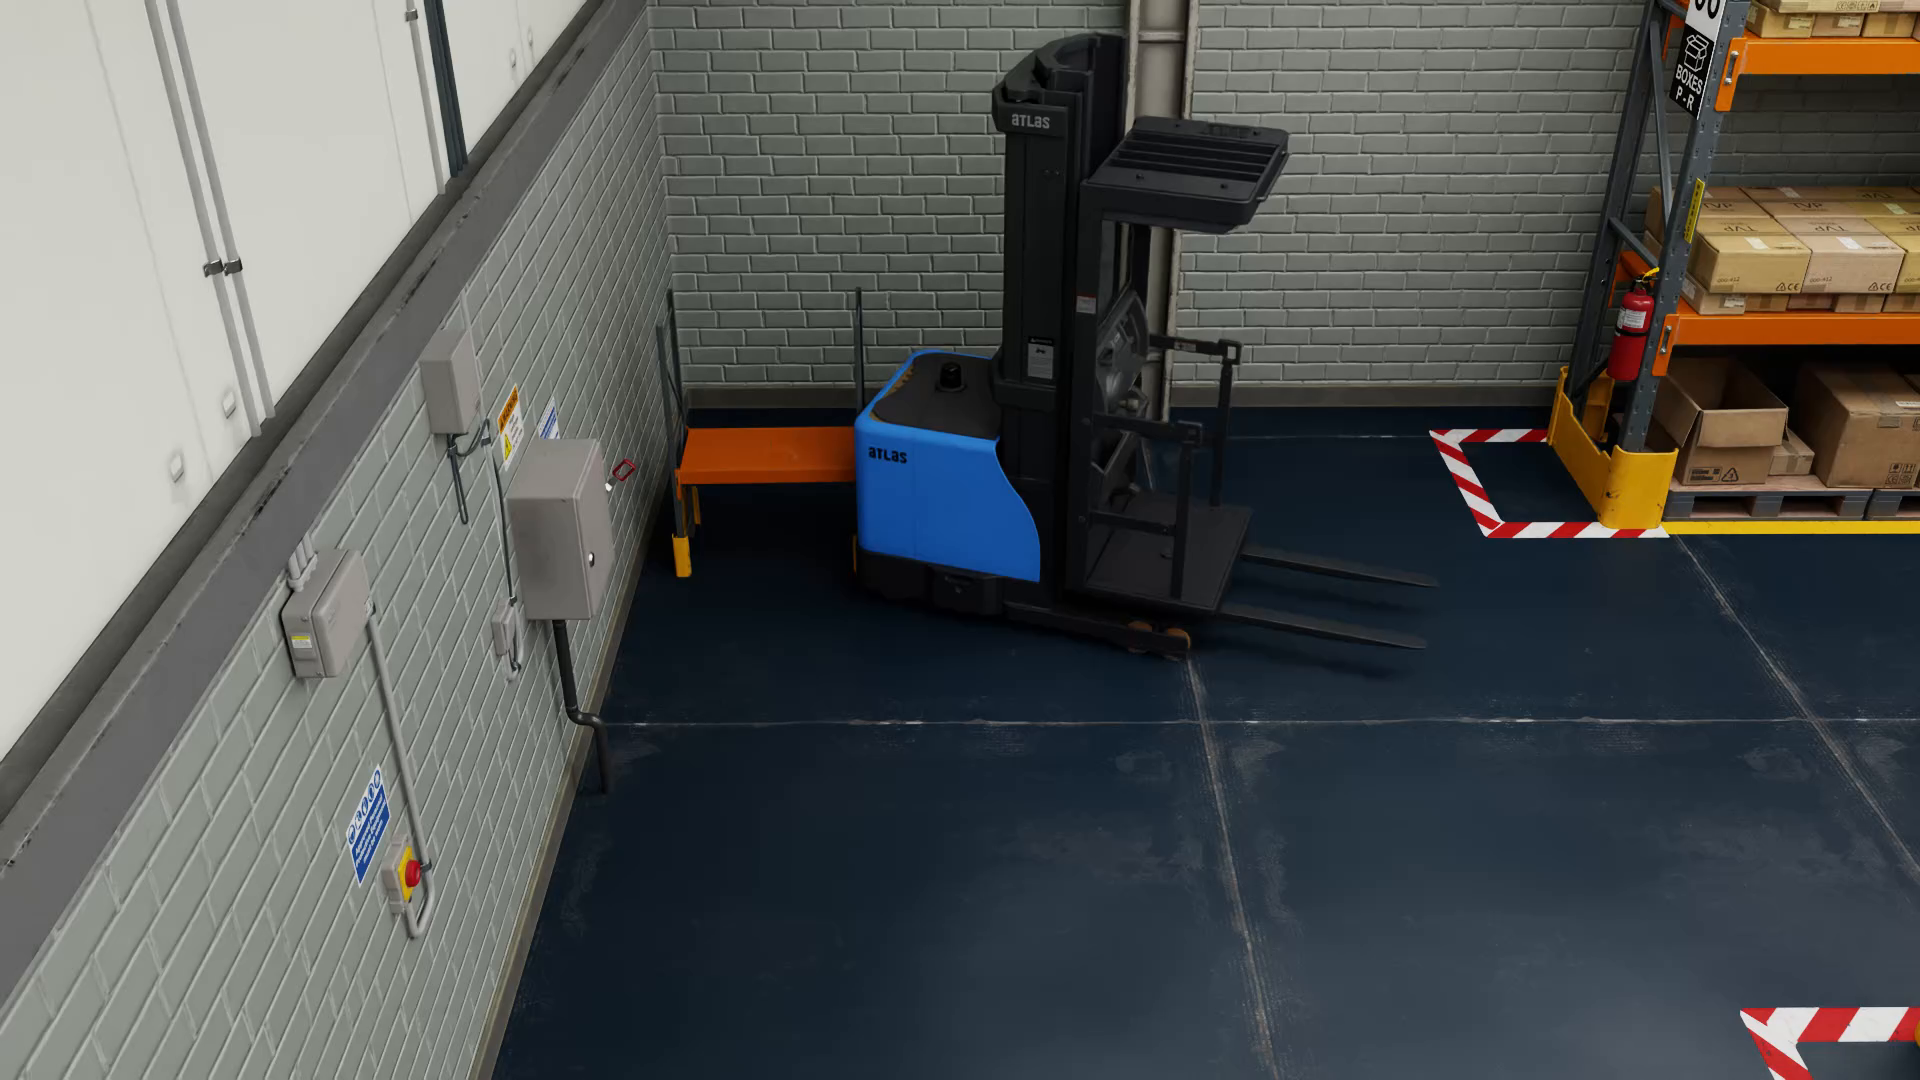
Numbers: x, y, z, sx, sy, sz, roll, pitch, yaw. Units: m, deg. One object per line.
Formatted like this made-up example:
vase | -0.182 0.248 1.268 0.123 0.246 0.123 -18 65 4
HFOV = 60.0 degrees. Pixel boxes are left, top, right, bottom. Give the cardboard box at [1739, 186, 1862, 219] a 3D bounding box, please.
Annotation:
cardboard box | 4.842 -1.852 9.657 0.500 0.250 0.500 0 31 0

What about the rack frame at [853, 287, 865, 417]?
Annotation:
rack frame | -0.543 -0.603 9.186 0.032 1.500 0.500 -1 31 -1

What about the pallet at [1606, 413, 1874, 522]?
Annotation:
pallet | 4.741 -0.459 10.193 1.213 0.211 1.003 0 31 0

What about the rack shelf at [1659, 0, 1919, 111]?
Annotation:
rack shelf | 5.868 -2.630 8.883 4.000 0.370 1.077 0 31 0

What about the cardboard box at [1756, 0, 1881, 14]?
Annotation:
cardboard box | 4.313 -2.854 8.417 0.500 0.250 0.500 -1 31 -1

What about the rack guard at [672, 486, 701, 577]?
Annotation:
rack guard | -1.558 -0.053 9.484 0.087 0.250 0.587 -1 31 -1

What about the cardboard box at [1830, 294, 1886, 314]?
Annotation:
cardboard box | 4.968 -1.413 9.318 0.250 0.149 0.380 1 31 1

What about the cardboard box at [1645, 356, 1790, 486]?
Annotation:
cardboard box | 4.480 -0.714 9.925 0.637 0.503 0.797 -1 31 -2

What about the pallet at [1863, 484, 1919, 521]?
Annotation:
pallet | 5.958 -0.462 10.197 1.213 0.211 1.003 0 31 0

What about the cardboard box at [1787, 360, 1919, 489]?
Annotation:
cardboard box | 5.335 -0.695 9.897 0.500 0.500 0.700 1 31 2

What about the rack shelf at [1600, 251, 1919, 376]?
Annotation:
rack shelf | 5.868 -1.347 9.661 4.000 0.370 1.077 0 31 0

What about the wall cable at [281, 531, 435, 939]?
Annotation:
wall cable | -1.737 0.508 4.900 0.123 1.953 0.585 0 31 0

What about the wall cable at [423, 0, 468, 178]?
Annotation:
wall cable | -1.766 -3.326 6.410 0.133 3.039 2.988 0 31 0

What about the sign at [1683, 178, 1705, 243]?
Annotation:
sign | 3.871 -1.737 8.776 0.005 0.325 0.100 0 31 0

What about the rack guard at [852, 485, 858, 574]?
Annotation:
rack guard | -0.563 -0.068 9.510 0.087 0.250 0.587 -1 31 -1

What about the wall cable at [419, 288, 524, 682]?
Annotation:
wall cable | -1.757 -0.214 6.121 0.122 1.984 0.588 0 31 0

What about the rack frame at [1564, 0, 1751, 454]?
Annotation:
rack frame | 3.868 -1.649 9.464 0.127 3.000 1.000 0 31 0

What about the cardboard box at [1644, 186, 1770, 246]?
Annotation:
cardboard box | 4.326 -1.851 9.656 0.500 0.250 0.500 1 31 1

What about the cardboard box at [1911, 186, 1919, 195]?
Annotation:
cardboard box | 5.860 -1.852 9.658 0.500 0.250 0.500 0 31 0

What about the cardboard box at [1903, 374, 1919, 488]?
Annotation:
cardboard box | 5.864 -0.644 9.814 0.500 0.500 0.500 0 31 1

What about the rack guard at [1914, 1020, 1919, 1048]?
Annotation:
rack guard | 3.877 1.995 5.869 0.348 0.500 1.175 0 31 0

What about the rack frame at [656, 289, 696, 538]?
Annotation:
rack frame | -1.559 -0.587 9.160 0.032 1.500 0.500 -1 31 -1

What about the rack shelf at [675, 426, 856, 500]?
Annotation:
rack shelf | -1.051 -0.441 9.267 1.000 0.185 0.538 -1 31 -1

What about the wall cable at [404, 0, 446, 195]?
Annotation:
wall cable | -1.787 -1.865 4.038 0.029 3.000 2.355 0 31 0

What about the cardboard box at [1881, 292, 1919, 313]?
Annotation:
cardboard box | 5.233 -1.416 9.324 0.250 0.149 0.380 0 31 0

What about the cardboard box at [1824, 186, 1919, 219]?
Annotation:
cardboard box | 5.337 -1.851 9.656 0.500 0.250 0.500 1 31 1

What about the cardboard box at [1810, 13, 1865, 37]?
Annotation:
cardboard box | 4.450 -2.718 8.578 0.250 0.149 0.380 0 31 1

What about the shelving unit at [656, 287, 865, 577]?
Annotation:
shelving unit | -1.060 -0.595 9.173 1.083 1.500 0.587 -1 31 -1

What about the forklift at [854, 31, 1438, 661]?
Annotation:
forklift | 1.008 -0.940 8.362 3.031 2.935 1.130 10 33 16

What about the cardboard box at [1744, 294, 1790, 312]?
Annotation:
cardboard box | 4.452 -1.425 9.338 0.250 0.149 0.380 1 31 1

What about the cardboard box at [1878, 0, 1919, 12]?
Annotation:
cardboard box | 4.821 -2.866 8.437 0.500 0.250 0.500 0 31 1

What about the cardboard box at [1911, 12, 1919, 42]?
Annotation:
cardboard box | 4.956 -2.658 8.478 0.250 0.149 0.380 0 31 1

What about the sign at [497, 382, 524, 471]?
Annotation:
sign | -1.811 -0.458 6.706 0.001 0.242 0.339 0 31 0

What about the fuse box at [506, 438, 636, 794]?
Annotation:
fuse box | -1.604 0.417 7.303 0.414 1.711 0.539 0 31 0

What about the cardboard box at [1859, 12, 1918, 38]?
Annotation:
cardboard box | 4.707 -2.710 8.565 0.250 0.149 0.380 0 31 0

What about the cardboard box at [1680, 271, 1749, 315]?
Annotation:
cardboard box | 4.198 -1.400 9.297 0.250 0.149 0.380 0 31 -1

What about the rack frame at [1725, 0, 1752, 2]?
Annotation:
rack frame | 3.868 -4.213 7.908 0.127 3.000 1.000 0 31 0

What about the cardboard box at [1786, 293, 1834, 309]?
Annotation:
cardboard box | 4.715 -1.444 9.369 0.250 0.149 0.380 -1 31 -1

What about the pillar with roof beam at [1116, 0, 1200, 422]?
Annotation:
pillar with roof beam | 1.192 -2.439 4.985 0.400 9.000 9.100 0 31 0

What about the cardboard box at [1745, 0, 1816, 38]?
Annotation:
cardboard box | 4.188 -2.704 8.554 0.250 0.149 0.380 0 31 1

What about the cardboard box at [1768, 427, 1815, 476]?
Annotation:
cardboard box | 4.905 -0.543 9.986 0.250 0.149 0.380 -1 31 -2

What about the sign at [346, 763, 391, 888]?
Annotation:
sign | -1.798 0.866 5.060 0.001 0.218 0.327 0 31 0

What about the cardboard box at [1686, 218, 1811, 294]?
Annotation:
cardboard box | 4.323 -1.573 9.198 0.500 0.250 0.500 0 31 0

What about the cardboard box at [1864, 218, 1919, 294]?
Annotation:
cardboard box | 5.334 -1.578 9.206 0.500 0.250 0.500 -1 31 -1

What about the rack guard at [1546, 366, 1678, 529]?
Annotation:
rack guard | 3.944 -0.580 10.113 0.348 0.500 1.175 0 31 0

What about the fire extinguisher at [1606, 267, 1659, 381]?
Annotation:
fire extinguisher | 3.723 -1.216 9.185 0.183 0.674 0.296 0 31 0

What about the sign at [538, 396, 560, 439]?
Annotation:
sign | -1.814 -0.349 7.414 0.001 0.494 0.329 0 31 0

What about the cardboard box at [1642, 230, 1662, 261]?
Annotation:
cardboard box | 4.198 -1.681 9.761 0.250 0.149 0.380 -1 31 -1

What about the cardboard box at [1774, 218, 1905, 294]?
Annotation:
cardboard box | 4.827 -1.575 9.201 0.500 0.250 0.500 0 31 0

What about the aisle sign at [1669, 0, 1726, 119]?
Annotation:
aisle sign | 3.801 -2.607 8.539 0.004 0.787 0.394 0 31 0

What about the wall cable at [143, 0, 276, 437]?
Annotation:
wall cable | -1.785 -1.475 3.395 0.029 3.000 0.463 0 31 0
